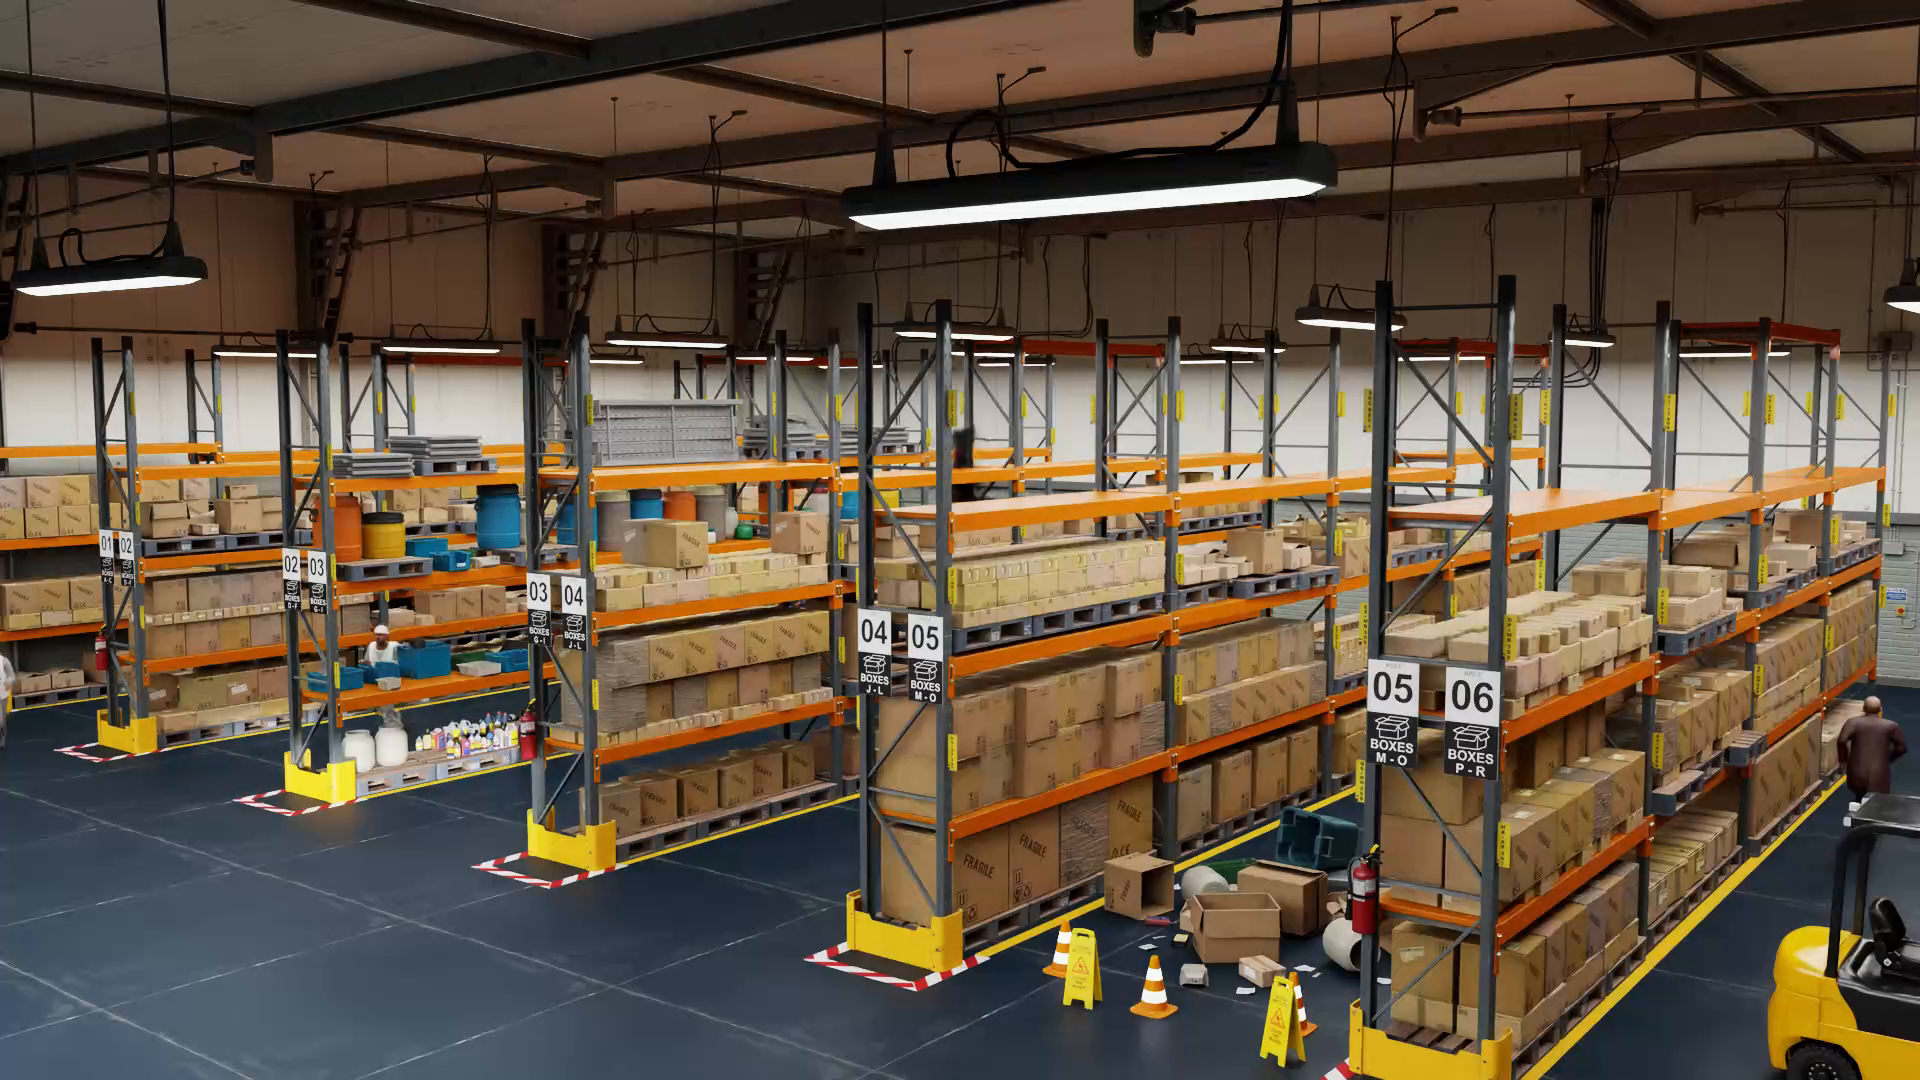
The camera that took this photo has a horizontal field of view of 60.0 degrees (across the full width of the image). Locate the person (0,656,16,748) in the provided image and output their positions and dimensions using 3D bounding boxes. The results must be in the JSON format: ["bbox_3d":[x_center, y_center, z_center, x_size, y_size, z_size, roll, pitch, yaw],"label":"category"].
[{"bbox_3d":[-13.767,2.238,23.620,0.643,1.771,0.907,-3,6,-31],"label":"person"}]

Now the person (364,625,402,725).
[{"bbox_3d":[-8.653,2.125,25.147,0.680,1.732,0.787,1,5,12],"label":"person"}]

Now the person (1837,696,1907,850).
[{"bbox_3d":[10.353,2.757,18.912,0.706,1.541,0.875,3,6,28],"label":"person"}]
